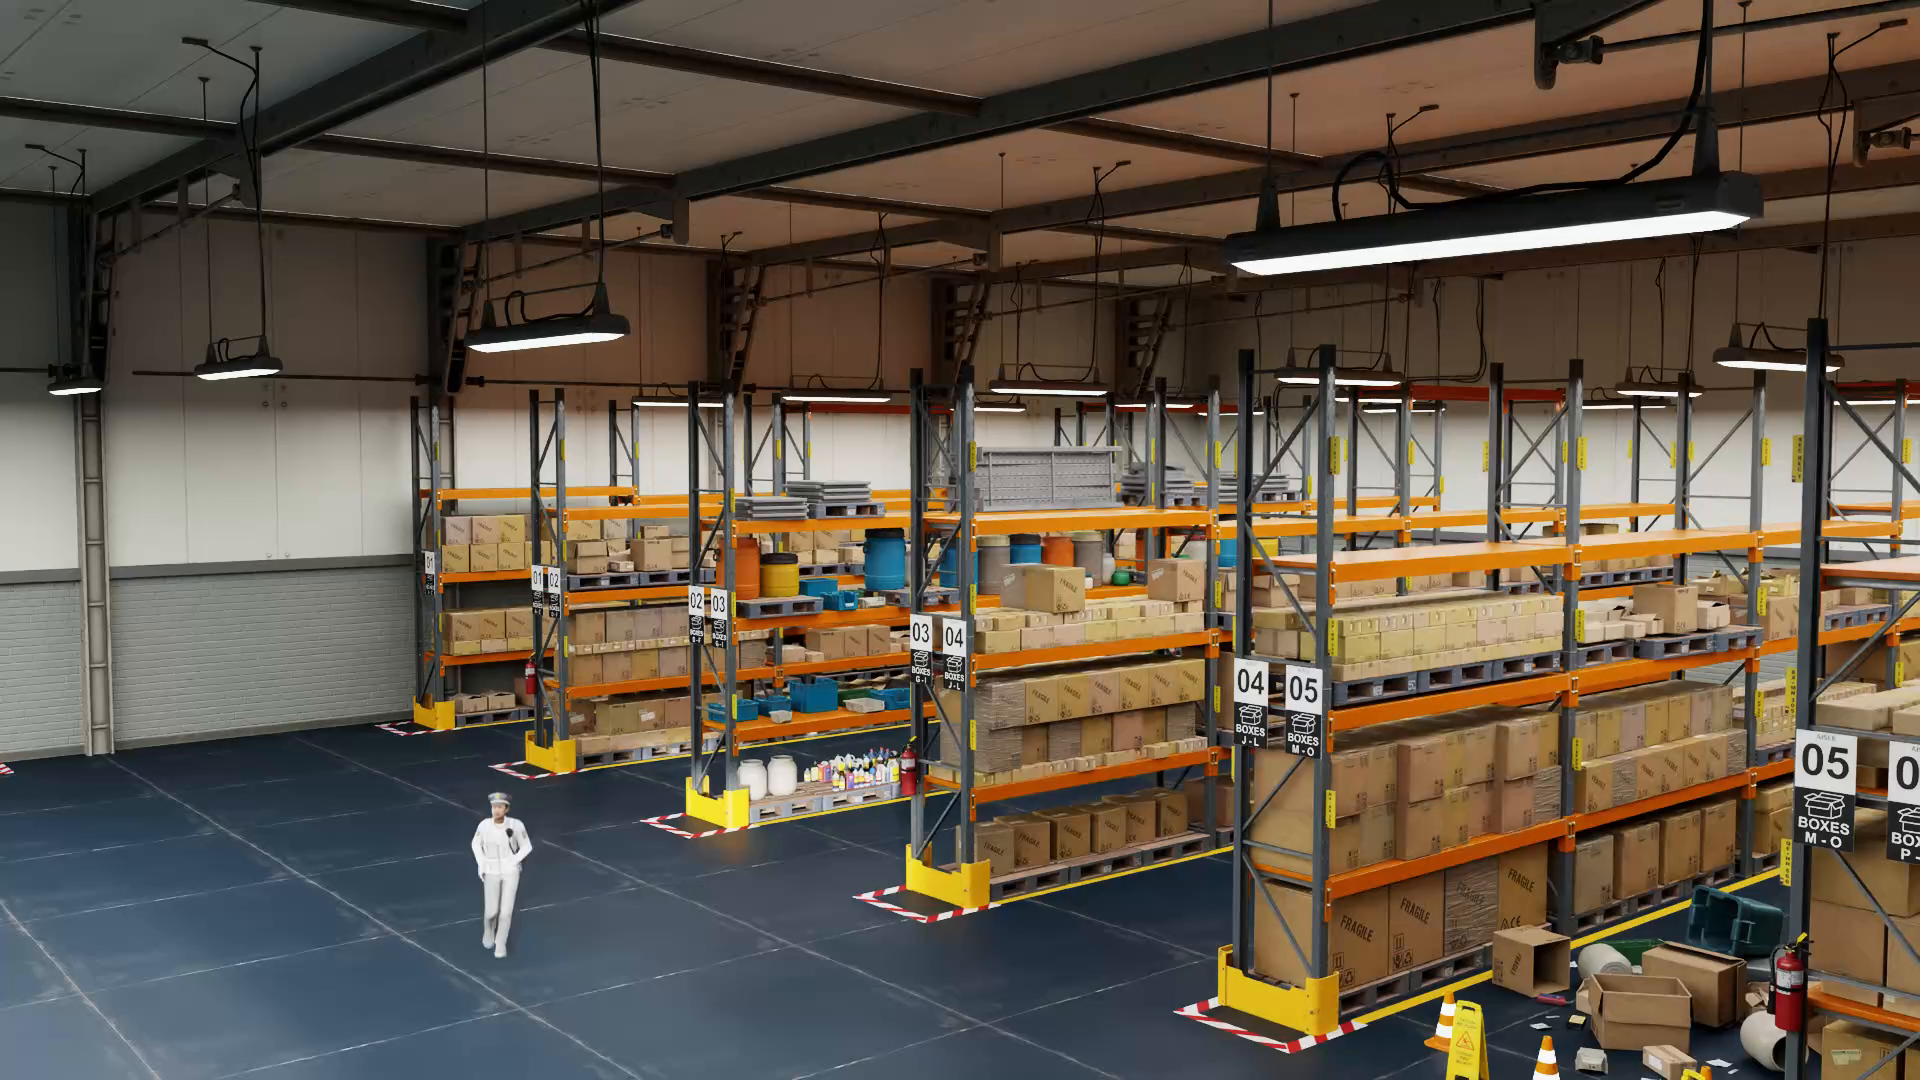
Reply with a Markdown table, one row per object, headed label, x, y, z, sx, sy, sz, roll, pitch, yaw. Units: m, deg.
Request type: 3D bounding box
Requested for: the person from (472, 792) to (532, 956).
| label | x | y | z | sx | sy | sz | roll | pitch | yaw |
| --- | --- | --- | --- | --- | --- | --- | --- | --- | --- |
| person | -4.595 | 3.349 | 16.660 | 0.600 | 1.666 | 0.547 | -1 | 3 | -11 |
